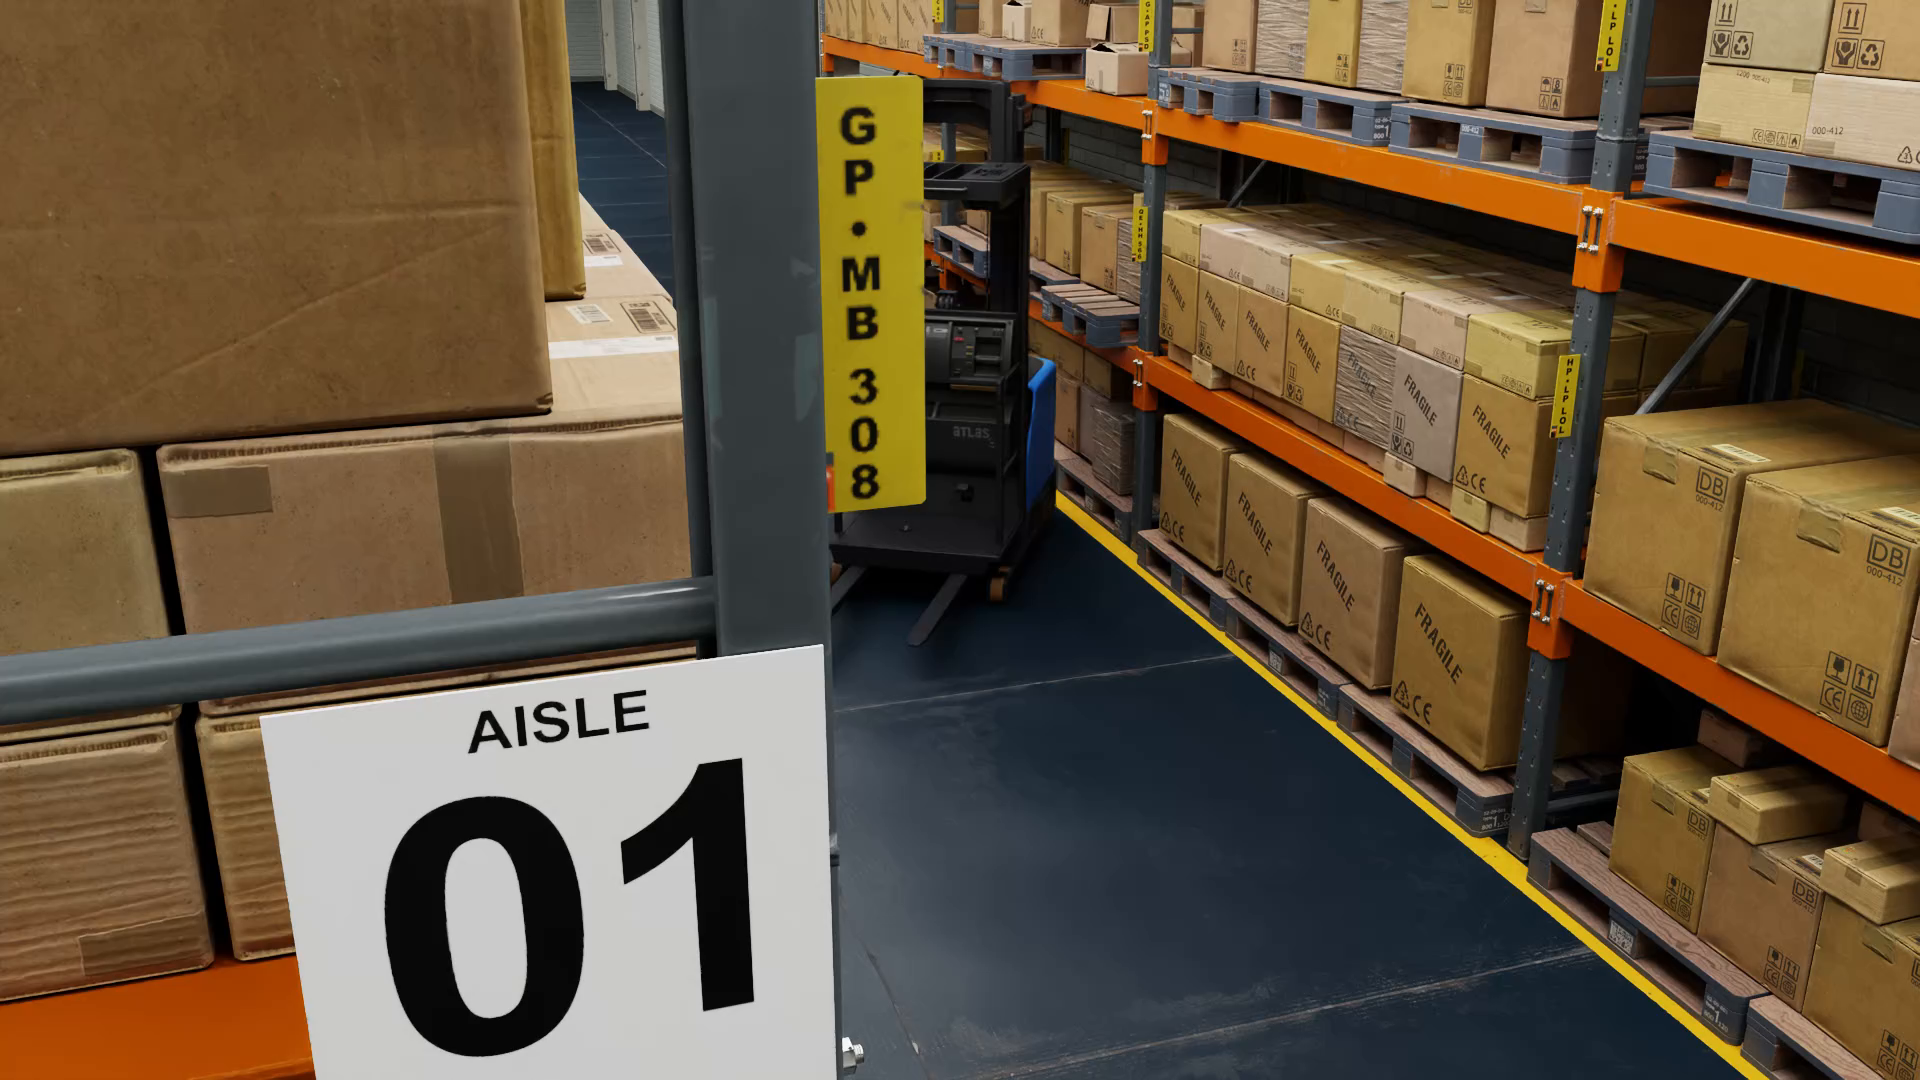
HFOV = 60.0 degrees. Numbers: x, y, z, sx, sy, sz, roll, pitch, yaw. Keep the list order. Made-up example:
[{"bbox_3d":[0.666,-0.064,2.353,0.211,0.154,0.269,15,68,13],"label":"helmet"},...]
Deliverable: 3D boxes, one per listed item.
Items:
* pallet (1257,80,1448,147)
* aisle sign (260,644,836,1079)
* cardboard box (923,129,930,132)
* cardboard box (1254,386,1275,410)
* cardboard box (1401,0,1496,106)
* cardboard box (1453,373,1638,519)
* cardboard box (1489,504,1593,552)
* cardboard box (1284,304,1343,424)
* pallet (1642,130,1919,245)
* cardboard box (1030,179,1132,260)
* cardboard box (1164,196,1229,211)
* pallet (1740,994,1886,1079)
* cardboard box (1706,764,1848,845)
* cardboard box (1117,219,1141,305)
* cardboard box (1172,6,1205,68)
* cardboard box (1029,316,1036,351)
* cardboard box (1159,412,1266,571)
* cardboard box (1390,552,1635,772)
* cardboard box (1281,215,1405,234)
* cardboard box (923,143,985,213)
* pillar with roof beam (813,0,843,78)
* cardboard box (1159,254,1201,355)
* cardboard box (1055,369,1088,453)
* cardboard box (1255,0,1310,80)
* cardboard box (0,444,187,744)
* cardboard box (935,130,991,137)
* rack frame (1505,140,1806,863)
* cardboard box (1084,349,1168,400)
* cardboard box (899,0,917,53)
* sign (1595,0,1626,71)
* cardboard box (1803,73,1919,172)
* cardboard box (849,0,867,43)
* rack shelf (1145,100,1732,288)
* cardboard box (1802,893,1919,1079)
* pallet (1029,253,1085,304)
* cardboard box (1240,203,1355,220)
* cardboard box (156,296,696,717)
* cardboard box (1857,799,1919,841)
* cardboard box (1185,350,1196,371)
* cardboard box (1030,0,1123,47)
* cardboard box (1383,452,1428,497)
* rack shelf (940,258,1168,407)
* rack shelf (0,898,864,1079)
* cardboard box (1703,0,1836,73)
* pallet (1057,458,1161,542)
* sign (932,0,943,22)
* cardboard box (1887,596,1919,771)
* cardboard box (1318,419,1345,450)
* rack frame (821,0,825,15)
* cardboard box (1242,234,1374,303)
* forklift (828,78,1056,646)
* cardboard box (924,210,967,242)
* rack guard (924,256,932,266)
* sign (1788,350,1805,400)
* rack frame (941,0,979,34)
[{"bbox_3d":[2.204,-2.155,8.320,1.003,0.211,1.213,-5,20,-15],"label":"pallet"},{"bbox_3d":[-0.290,0.471,1.323,0.394,0.787,0.004,-6,21,-17],"label":"aisle sign"},{"bbox_3d":[-0.577,-3.575,15.515,0.500,0.500,0.500,-6,21,-16],"label":"cardboard box"},{"bbox_3d":[1.840,-0.826,9.122,0.380,0.149,0.250,-6,21,-16],"label":"cardboard box"},{"bbox_3d":[2.445,-2.239,7.478,0.700,0.500,0.500,-7,21,-18],"label":"cardboard box"},{"bbox_3d":[2.470,-0.426,7.047,0.500,0.500,0.500,-7,21,-18],"label":"cardboard box"},{"bbox_3d":[2.479,-0.077,7.037,0.380,0.149,0.250,-6,21,-17],"label":"cardboard box"},{"bbox_3d":[1.988,-0.910,8.396,0.500,0.500,0.500,-6,21,-16],"label":"cardboard box"},{"bbox_3d":[3.101,-1.214,5.553,1.003,0.211,1.213,-6,21,-17],"label":"pallet"},{"bbox_3d":[0.873,-2.374,12.290,0.700,0.500,0.500,-4,20,-10],"label":"cardboard box"},{"bbox_3d":[1.460,-2.058,10.452,0.380,0.149,0.250,-9,22,-24],"label":"cardboard box"},{"bbox_3d":[3.406,1.849,5.456,1.003,0.211,1.213,-6,21,-17],"label":"pallet"},{"bbox_3d":[2.926,0.946,5.963,0.380,0.149,0.250,-6,21,-15],"label":"cardboard box"},{"bbox_3d":[1.440,-1.795,10.679,0.700,0.500,0.500,-9,22,-24],"label":"cardboard box"},{"bbox_3d":[1.589,-3.115,10.537,0.500,0.500,0.500,-6,21,-17],"label":"cardboard box"},{"bbox_3d":[0.728,-1.683,13.103,0.500,0.250,0.500,-7,21,-18],"label":"cardboard box"},{"bbox_3d":[1.703,-0.327,9.950,0.750,0.750,0.750,-7,21,-18],"label":"cardboard box"},{"bbox_3d":[2.526,0.511,7.614,0.750,0.750,0.750,-6,21,-17],"label":"cardboard box"},{"bbox_3d":[2.145,-1.656,9.364,0.500,0.250,0.500,-7,21,-19],"label":"cardboard box"},{"bbox_3d":[-0.103,-3.086,14.153,0.500,0.500,0.500,-6,21,-17],"label":"cardboard box"},{"bbox_3d":[-5.849,-8.117,20.204,9.100,9.000,0.400,-6,21,-17],"label":"pillar with roof beam"},{"bbox_3d":[1.507,-1.405,9.773,0.500,0.500,0.500,-6,21,-16],"label":"cardboard box"},{"bbox_3d":[1.086,-0.982,12.259,0.700,0.500,0.500,-7,21,-17],"label":"cardboard box"},{"bbox_3d":[2.020,-2.743,8.881,0.700,0.500,0.500,-8,21,-20],"label":"cardboard box"},{"bbox_3d":[-0.994,-0.011,1.554,0.500,0.250,0.500,-6,21,-17],"label":"cardboard box"},{"bbox_3d":[0.080,-3.467,15.214,0.500,0.500,0.500,-6,21,-16],"label":"cardboard box"},{"bbox_3d":[2.854,-0.108,6.779,1.000,3.000,0.127,-6,21,-17],"label":"rack frame"},{"bbox_3d":[1.201,-1.190,11.730,0.500,0.250,0.500,-6,21,-16],"label":"cardboard box"},{"bbox_3d":[-0.201,-4.443,14.233,0.500,0.500,0.500,-8,21,-22],"label":"cardboard box"},{"bbox_3d":[2.342,-1.850,5.963,0.100,0.325,0.005,-6,21,-17],"label":"sign"},{"bbox_3d":[2.968,-1.279,5.055,0.500,0.250,0.500,-7,21,-18],"label":"cardboard box"},{"bbox_3d":[-0.748,-4.951,15.647,0.500,0.500,0.500,-5,20,-15],"label":"cardboard box"},{"bbox_3d":[2.225,-1.823,8.181,1.077,0.370,4.000,-6,21,-17],"label":"rack shelf"},{"bbox_3d":[3.306,1.448,5.523,0.700,0.500,0.500,-6,21,-16],"label":"cardboard box"},{"bbox_3d":[0.936,-1.932,12.142,1.003,0.211,1.213,-6,21,-17],"label":"pallet"},{"bbox_3d":[1.986,-1.823,9.827,0.500,0.250,0.500,-6,21,-16],"label":"cardboard box"},{"bbox_3d":[-0.505,-0.066,1.707,0.500,0.250,0.500,-6,21,-17],"label":"cardboard box"},{"bbox_3d":[3.386,1.002,5.806,0.380,0.149,0.250,-7,21,-19],"label":"cardboard box"},{"bbox_3d":[1.551,-1.071,9.802,0.380,0.149,0.250,-6,21,-16],"label":"cardboard box"},{"bbox_3d":[0.823,-3.752,11.718,0.500,0.500,0.500,-7,21,-19],"label":"cardboard box"},{"bbox_3d":[2.200,-0.322,7.719,0.380,0.149,0.250,-6,21,-17],"label":"cardboard box"},{"bbox_3d":[0.968,-1.695,12.262,1.077,0.370,4.000,-6,21,-17],"label":"rack shelf"},{"bbox_3d":[-1.219,-0.012,3.138,1.077,0.370,4.000,-6,21,-17],"label":"rack shelf"},{"bbox_3d":[2.812,-1.788,5.363,0.500,0.500,0.500,-7,21,-18],"label":"cardboard box"},{"bbox_3d":[1.353,-0.330,11.523,1.003,0.211,1.213,-6,21,-17],"label":"pallet"},{"bbox_3d":[-0.173,-4.270,13.165,0.100,0.325,0.005,-6,21,-17],"label":"sign"},{"bbox_3d":[3.471,0.394,4.938,0.980,0.700,0.700,-7,21,-20],"label":"cardboard box"},{"bbox_3d":[2.049,-0.576,8.426,0.380,0.149,0.250,-6,21,-15],"label":"cardboard box"},{"bbox_3d":[-0.918,-6.782,16.487,1.000,3.000,0.127,-6,21,-17],"label":"rack frame"},{"bbox_3d":[1.825,-1.435,8.748,0.500,0.250,0.500,-6,21,-17],"label":"cardboard box"},{"bbox_3d":[-0.187,-1.141,9.757,1.130,2.935,3.031,5,20,13],"label":"forklift"},{"bbox_3d":[-0.097,-2.734,14.282,0.500,0.250,0.500,-6,21,-17],"label":"cardboard box"},{"bbox_3d":[-0.894,-2.758,17.855,1.175,0.500,0.348,-6,21,-17],"label":"rack guard"},{"bbox_3d":[3.380,-0.612,6.785,0.100,0.325,0.005,-6,21,-17],"label":"sign"},{"bbox_3d":[0.340,-5.498,12.913,1.000,3.000,0.127,-6,21,-17],"label":"rack frame"}]
